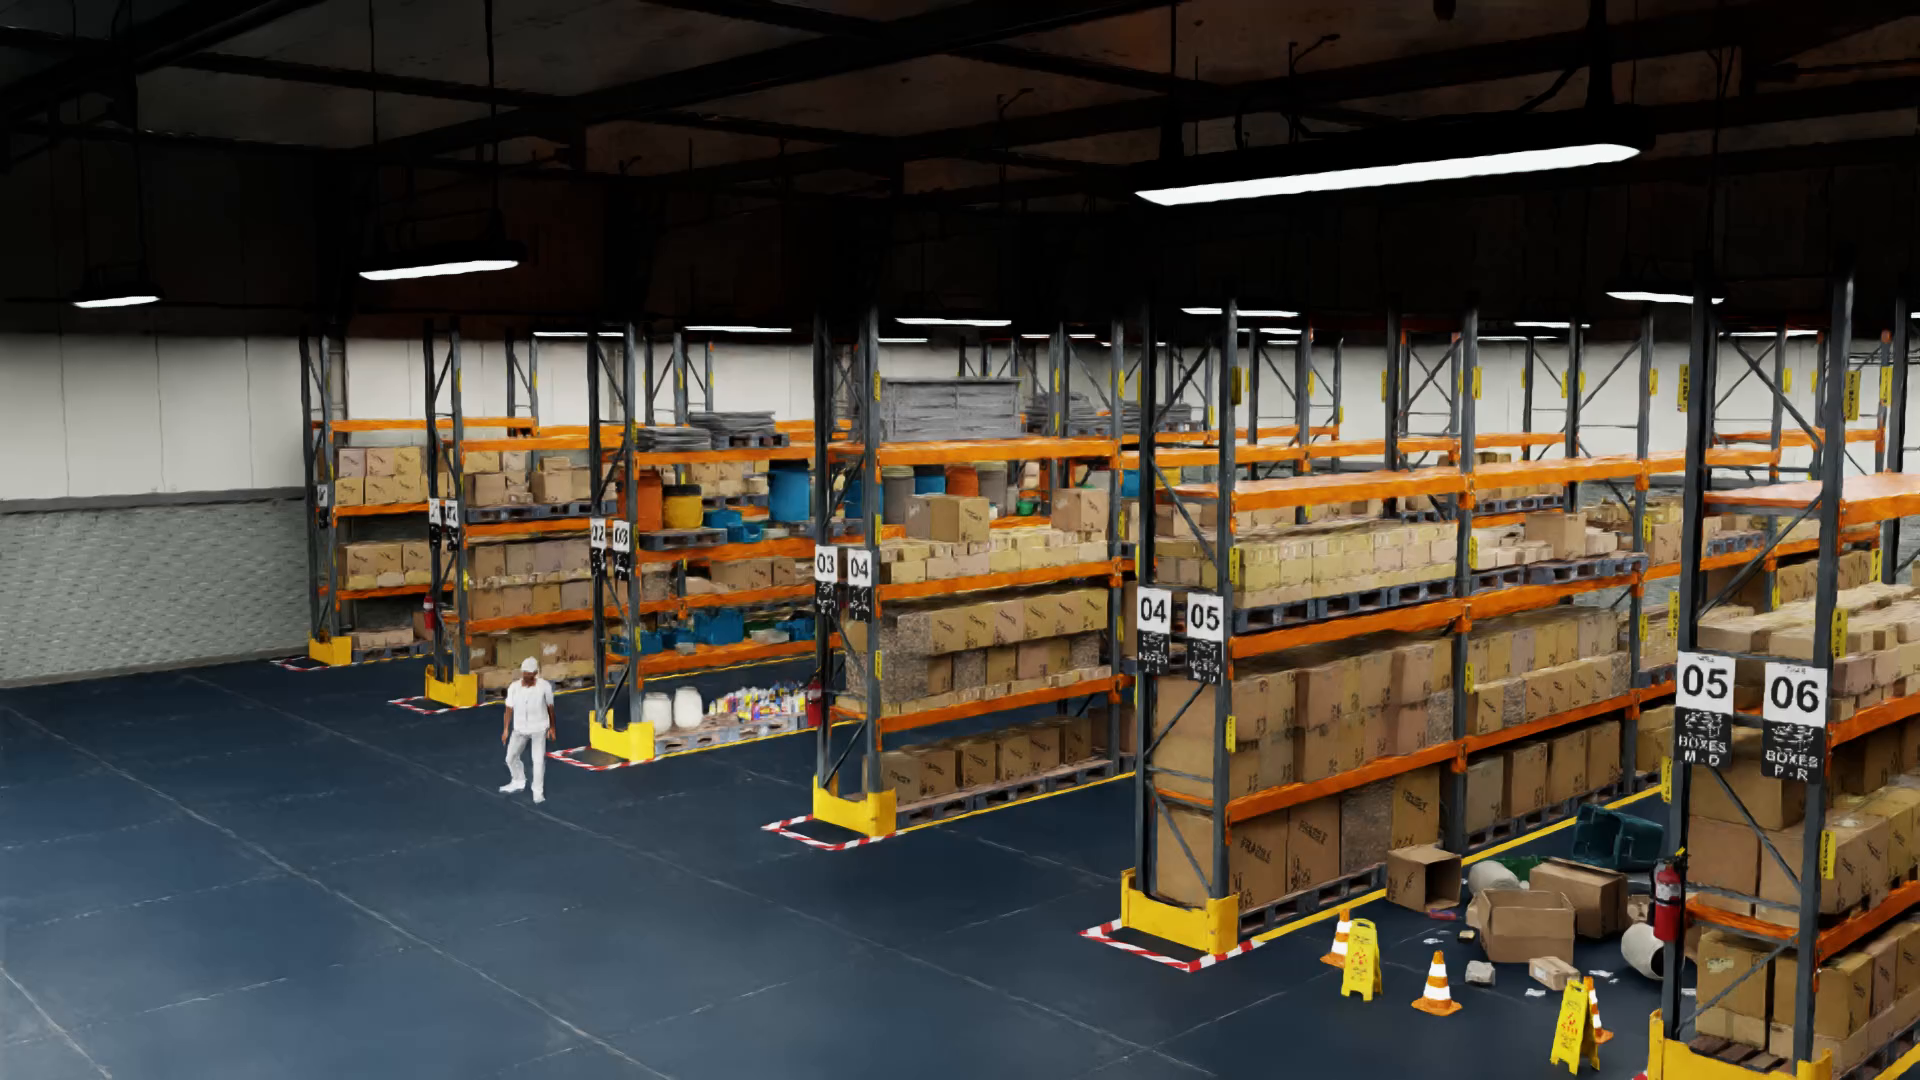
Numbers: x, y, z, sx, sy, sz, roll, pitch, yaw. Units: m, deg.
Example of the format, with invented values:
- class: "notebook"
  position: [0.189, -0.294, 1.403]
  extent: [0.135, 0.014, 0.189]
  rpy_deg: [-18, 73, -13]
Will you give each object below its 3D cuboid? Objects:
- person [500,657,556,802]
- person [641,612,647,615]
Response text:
- class: "person"
  position: [-5.264, 2.265, 20.094]
  extent: [0.742, 1.758, 0.520]
  rpy_deg: [0, 6, 5]
- class: "person"
  position: [-6.065, 1.079, 31.452]
  extent: [0.468, 1.794, 0.625]
  rpy_deg: [2, 6, 20]
